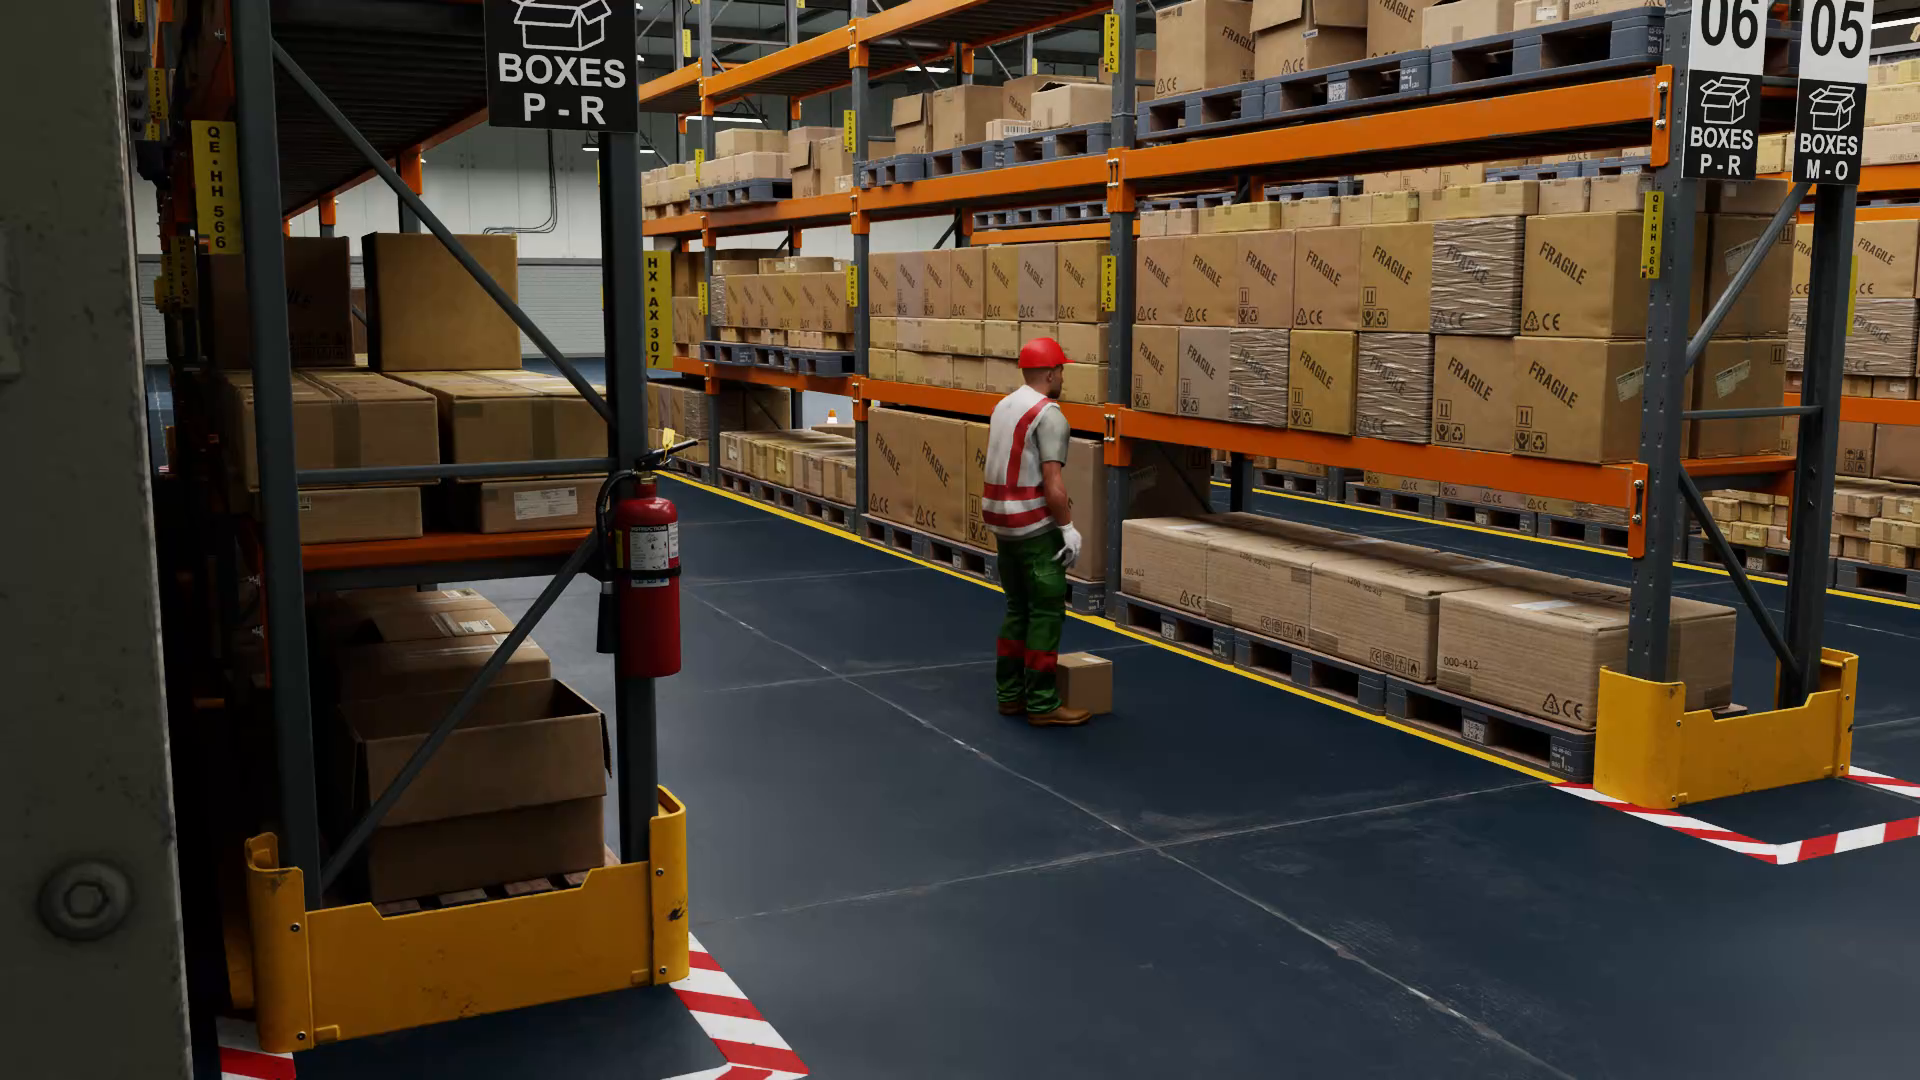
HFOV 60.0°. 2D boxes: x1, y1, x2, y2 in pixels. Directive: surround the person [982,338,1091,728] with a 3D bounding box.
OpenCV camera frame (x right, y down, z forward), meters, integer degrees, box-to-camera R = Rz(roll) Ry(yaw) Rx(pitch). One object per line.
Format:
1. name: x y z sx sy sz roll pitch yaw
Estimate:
1. person: 0.352 -0.045 7.748 0.453 1.778 0.604 -4 9 -26
